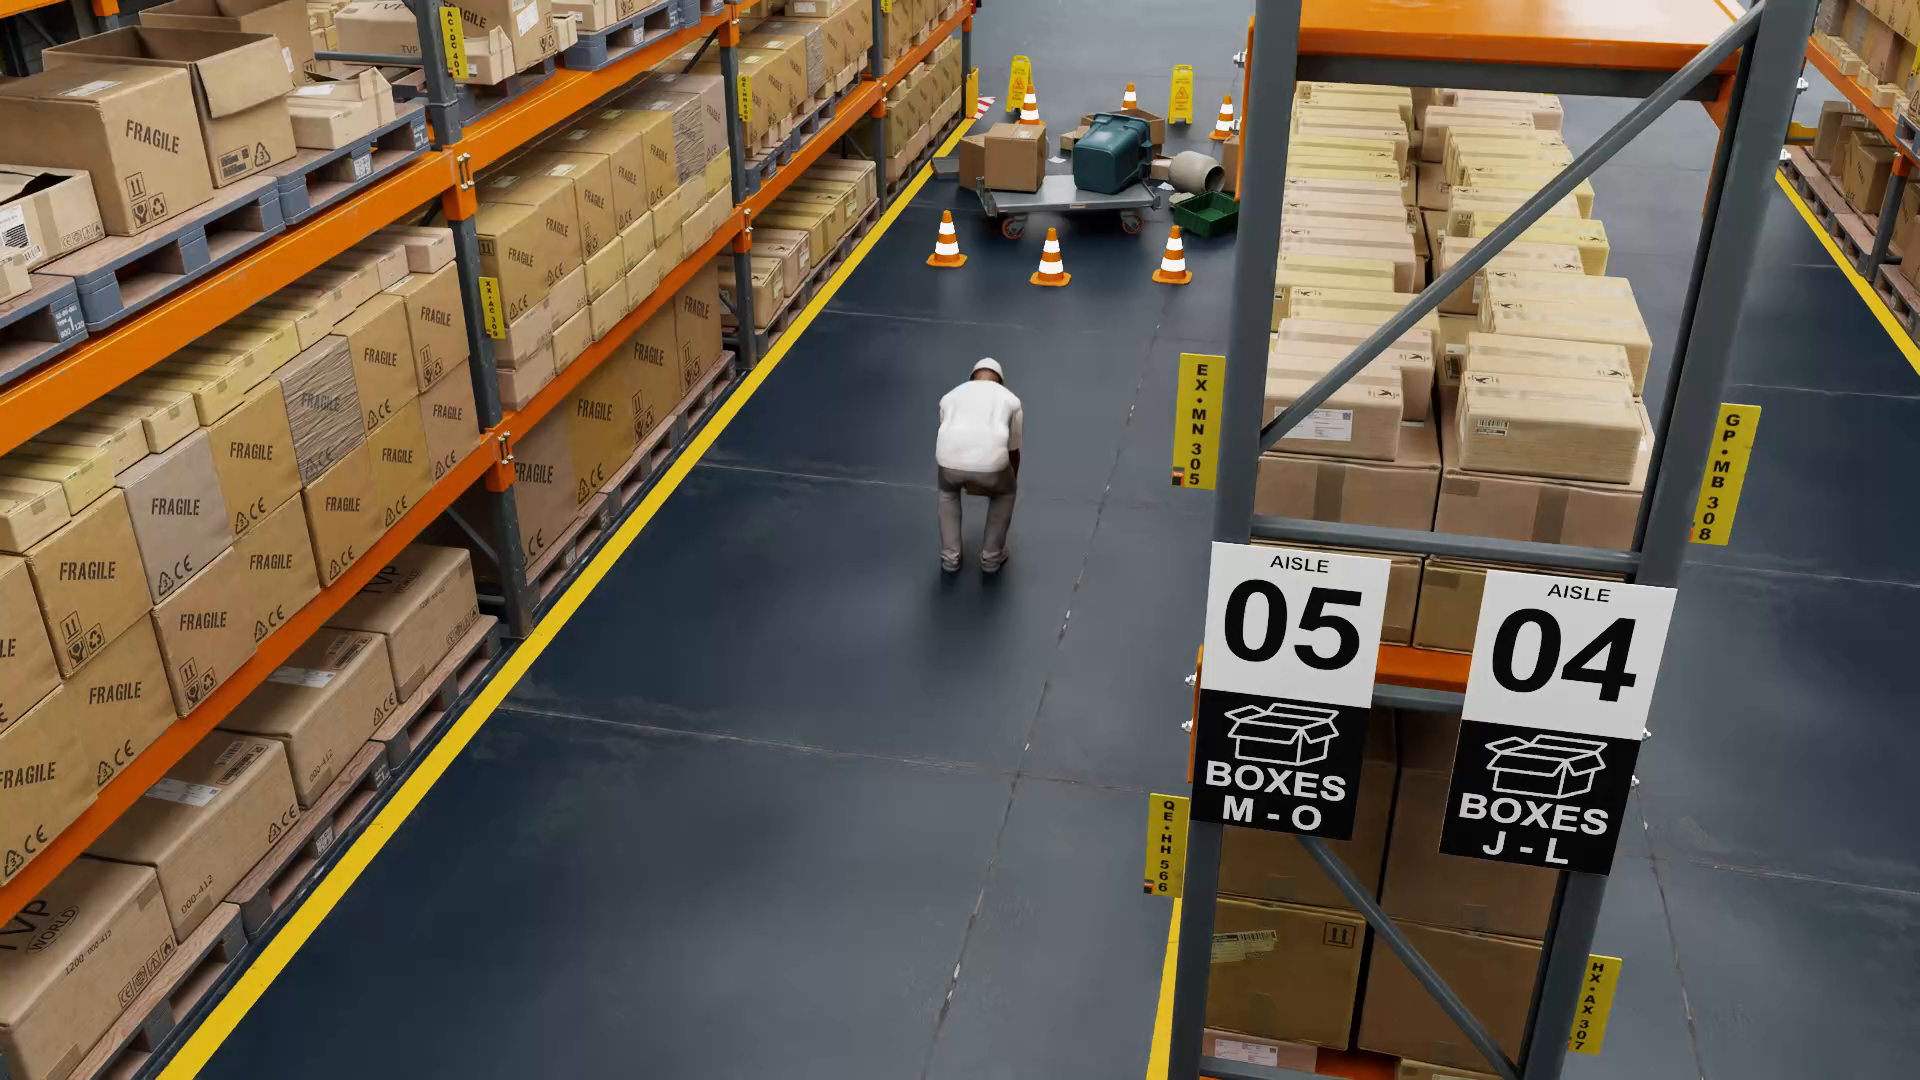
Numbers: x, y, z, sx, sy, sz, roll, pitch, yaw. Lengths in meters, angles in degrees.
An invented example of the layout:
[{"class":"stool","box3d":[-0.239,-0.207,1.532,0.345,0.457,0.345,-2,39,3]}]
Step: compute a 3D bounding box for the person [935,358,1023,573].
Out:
[{"class":"person","box3d":[0.109,-0.433,10.058,0.505,1.123,0.962,4,29,8]}]
